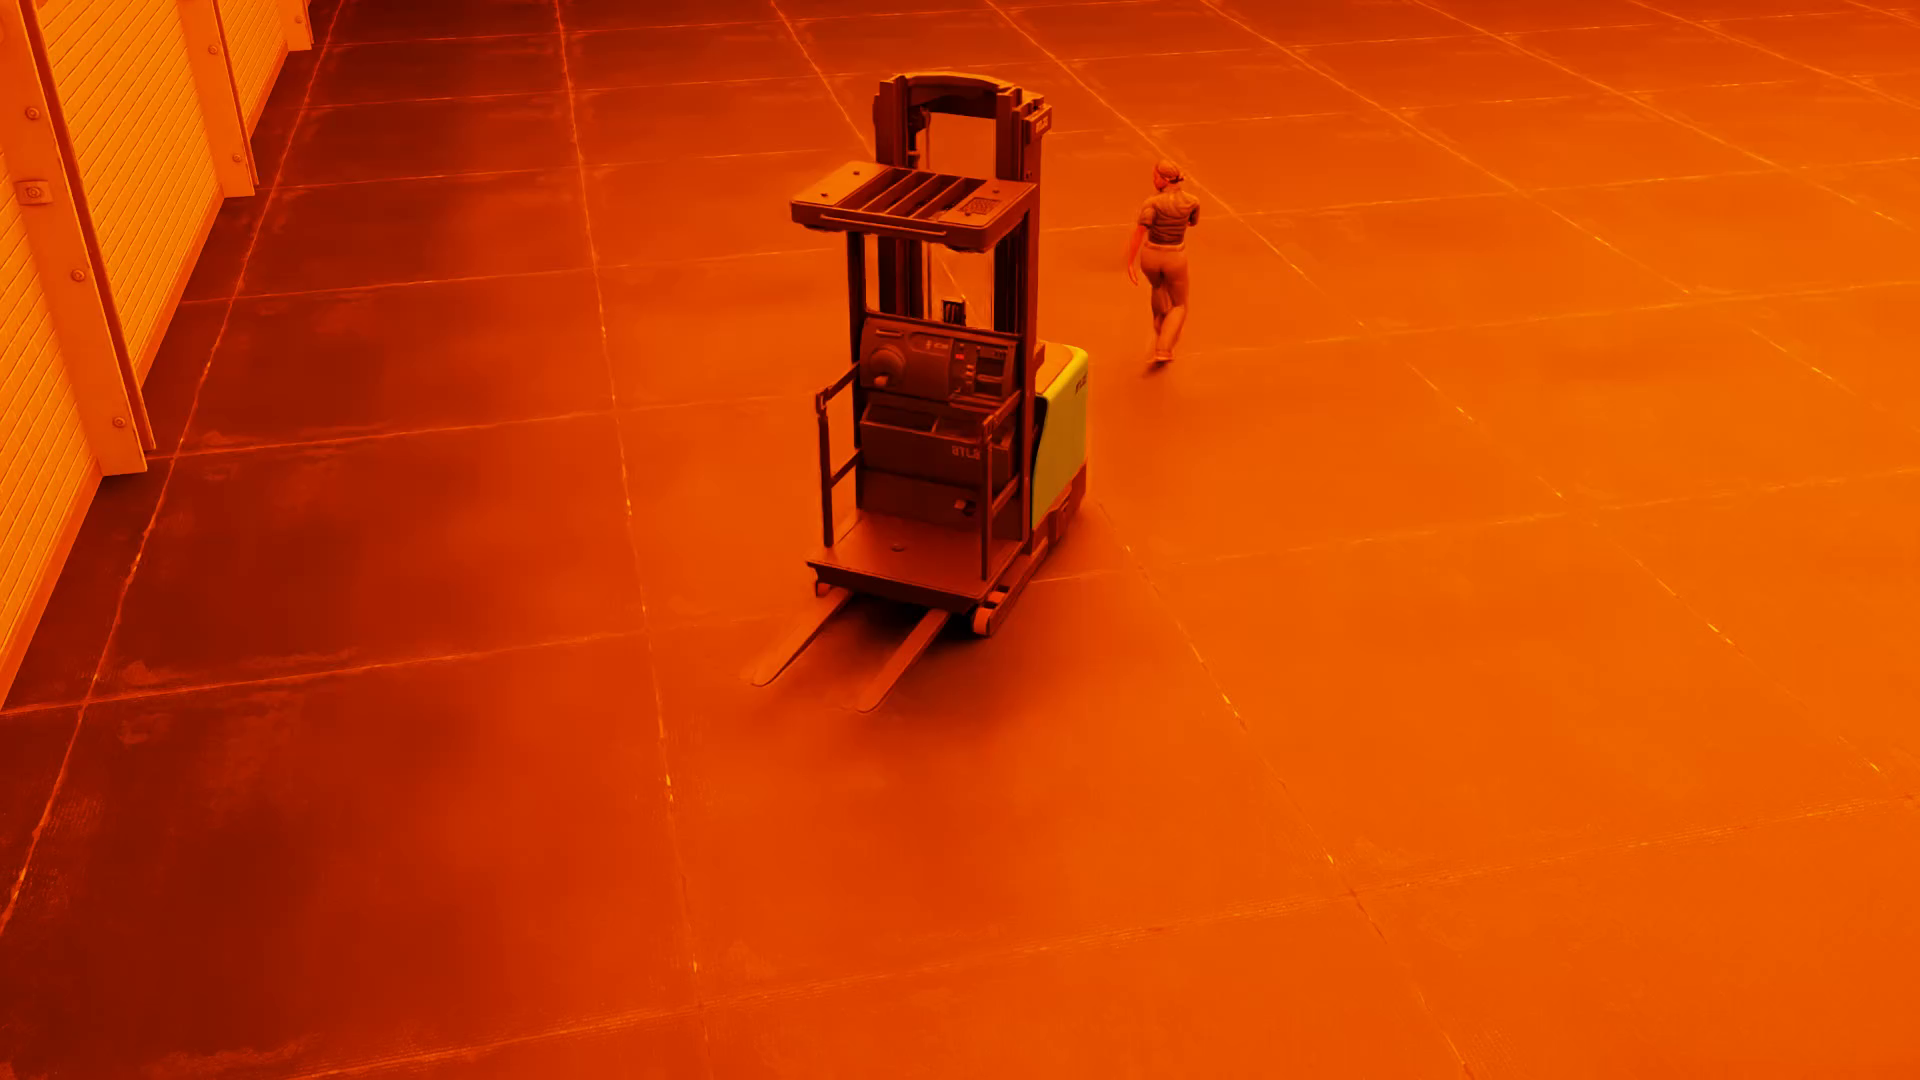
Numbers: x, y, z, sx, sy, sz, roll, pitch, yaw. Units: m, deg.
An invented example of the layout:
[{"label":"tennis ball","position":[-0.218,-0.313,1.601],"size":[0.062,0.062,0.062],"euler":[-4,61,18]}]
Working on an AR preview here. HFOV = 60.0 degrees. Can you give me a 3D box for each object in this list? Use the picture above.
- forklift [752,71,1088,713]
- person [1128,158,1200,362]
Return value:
[{"label":"forklift","position":[-0.210,-0.955,9.224],"size":[1.130,2.935,3.031],"euler":[12,32,19]},{"label":"person","position":[1.553,-2.134,12.669],"size":[0.479,1.568,0.855],"euler":[6,31,10]}]
